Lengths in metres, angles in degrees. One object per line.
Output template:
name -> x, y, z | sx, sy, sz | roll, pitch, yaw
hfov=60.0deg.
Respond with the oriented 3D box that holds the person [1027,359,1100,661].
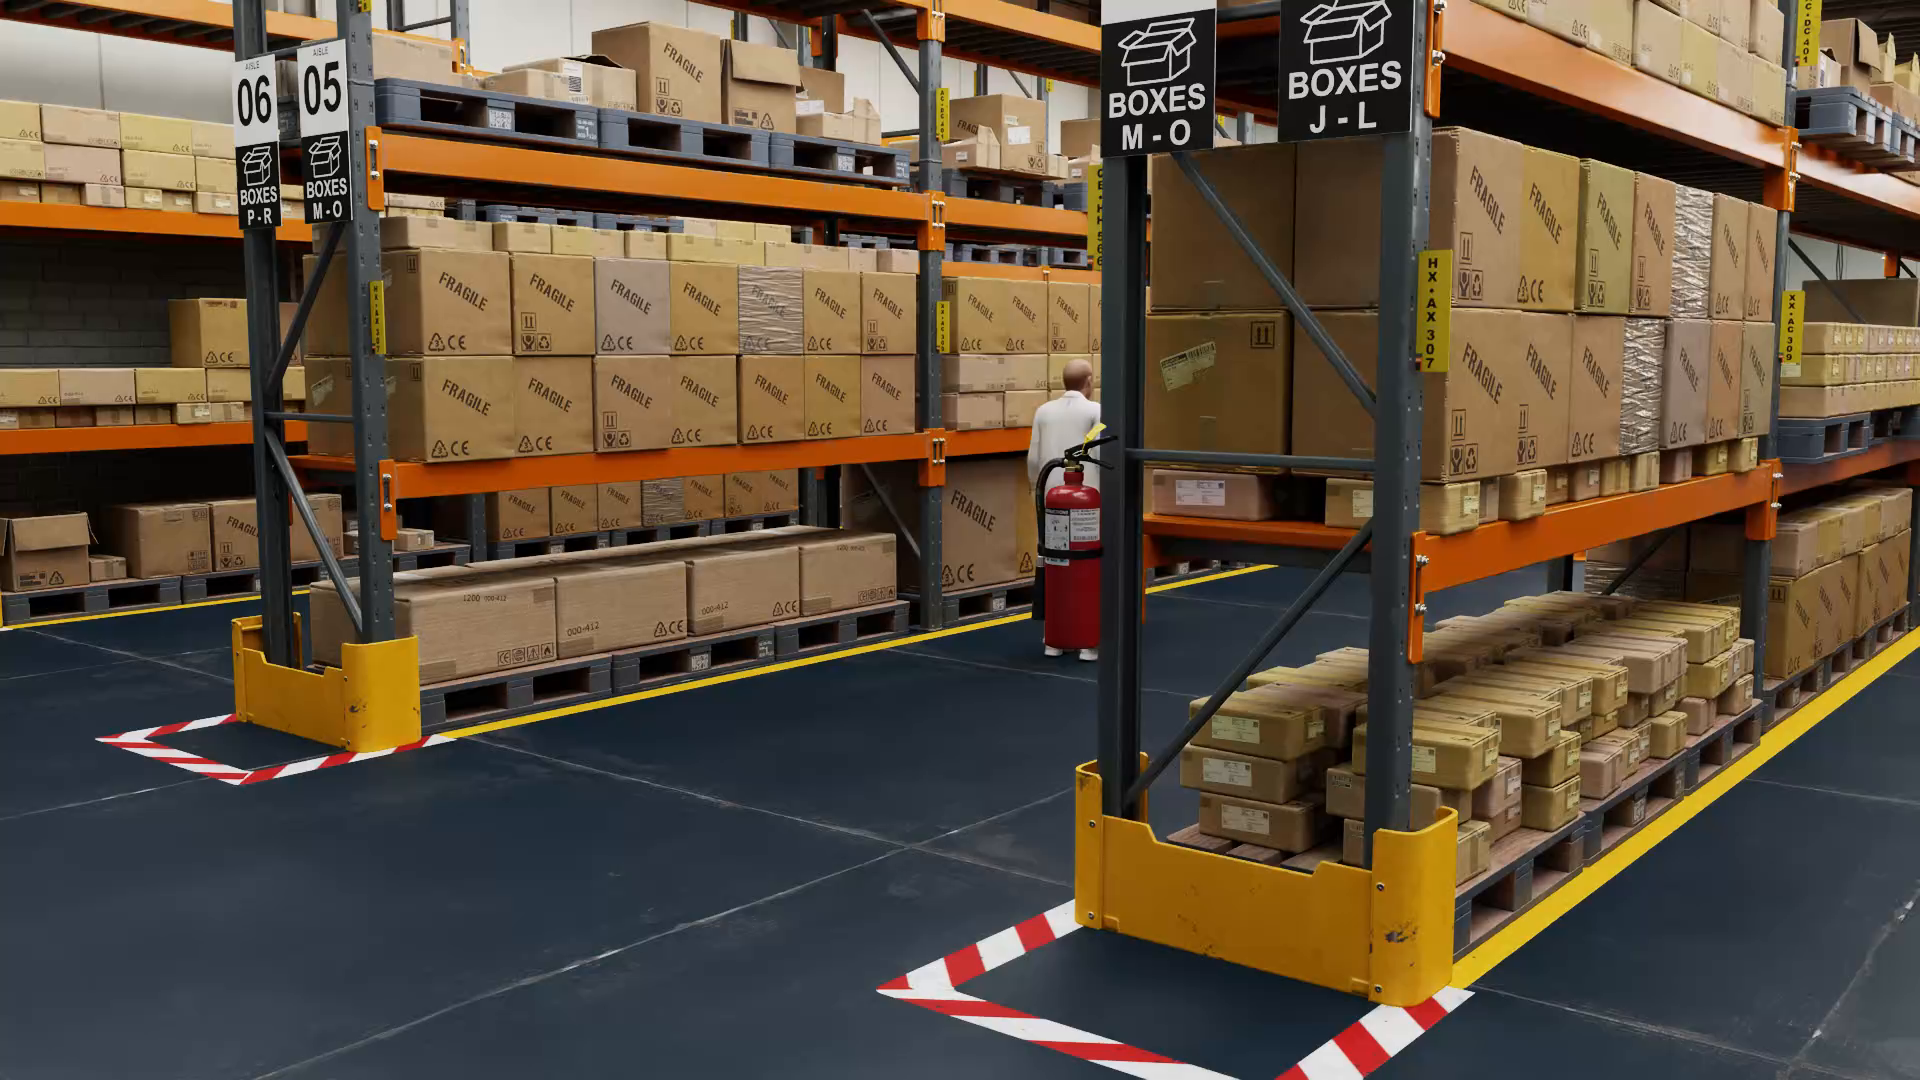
person -> 0.694, -0.186, 9.917 | 0.628, 1.773, 0.427 | 5, 8, 36
